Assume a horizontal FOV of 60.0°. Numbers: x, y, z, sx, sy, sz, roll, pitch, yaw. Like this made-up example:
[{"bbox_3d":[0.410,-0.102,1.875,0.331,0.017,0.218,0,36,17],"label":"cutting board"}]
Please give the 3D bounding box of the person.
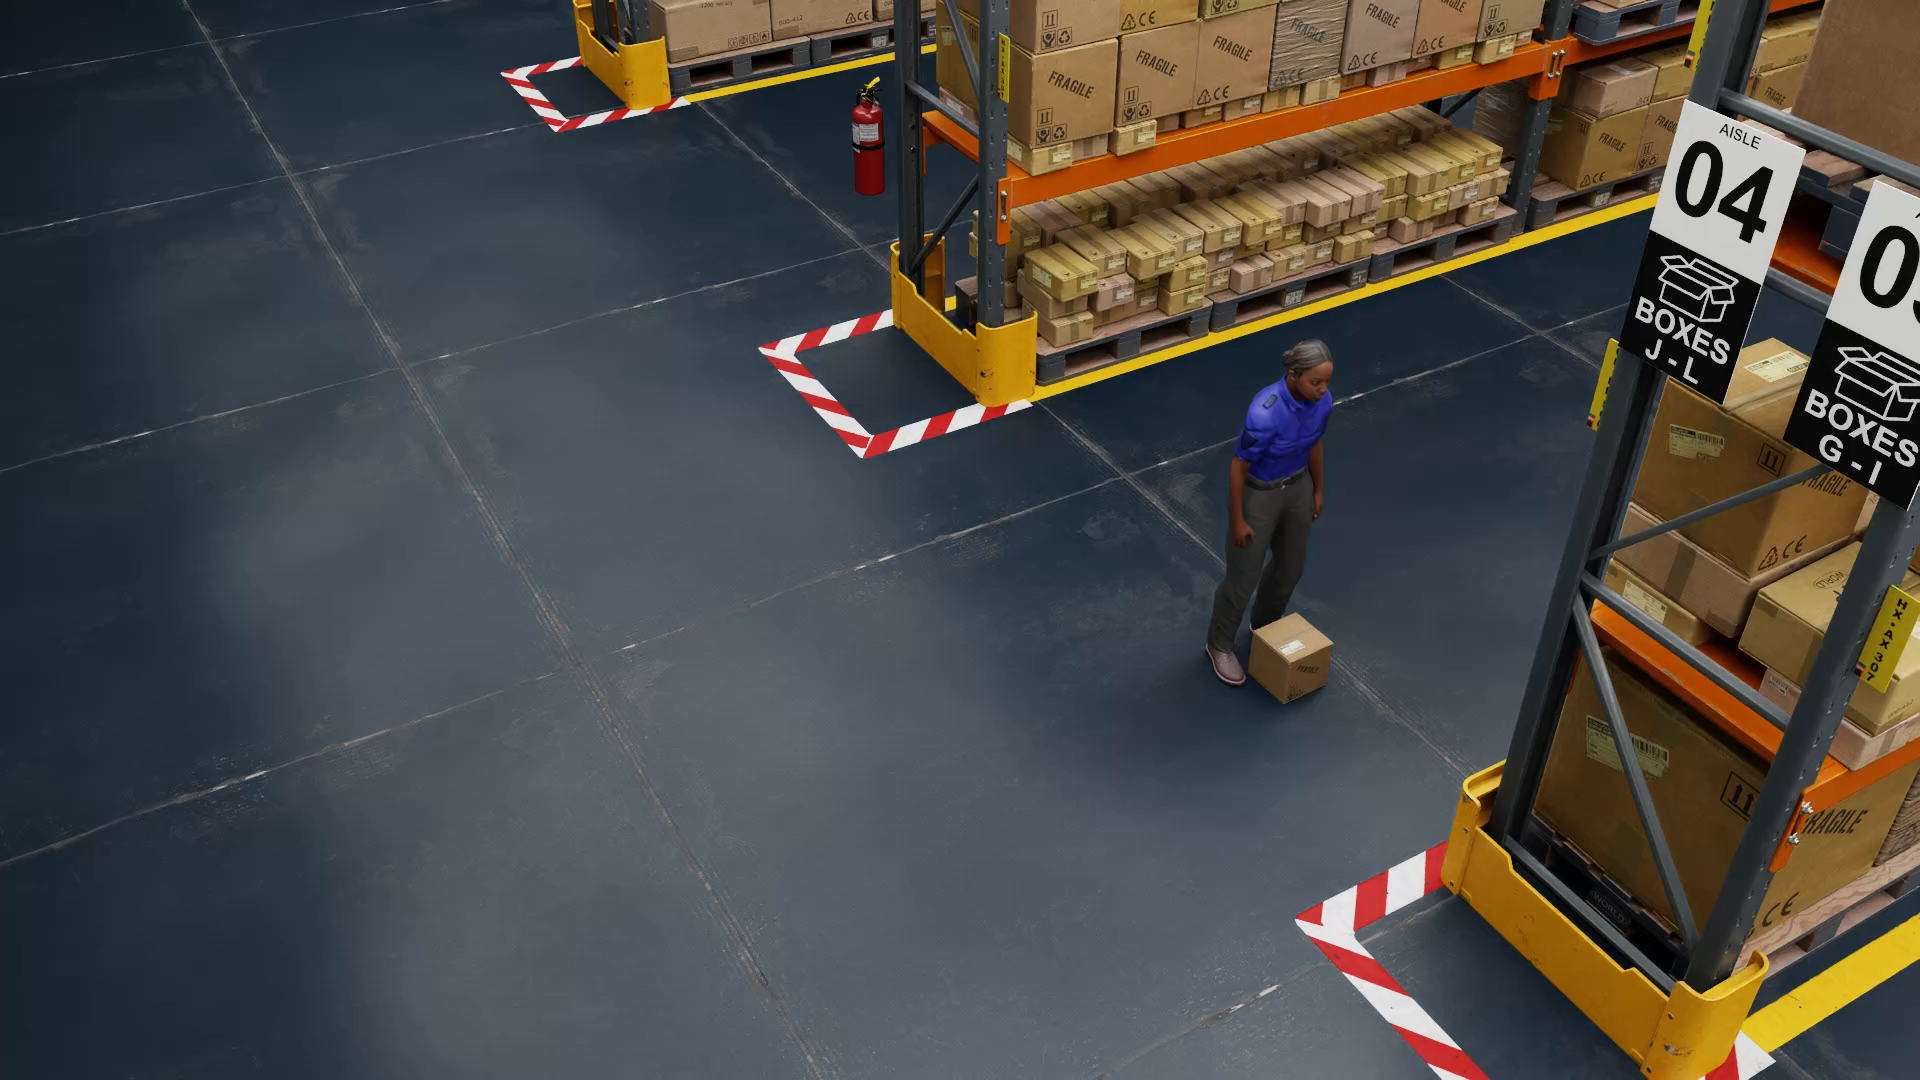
[{"bbox_3d":[1.347,-0.152,7.132,0.523,1.655,0.351,-20,42,-25],"label":"person"}]
